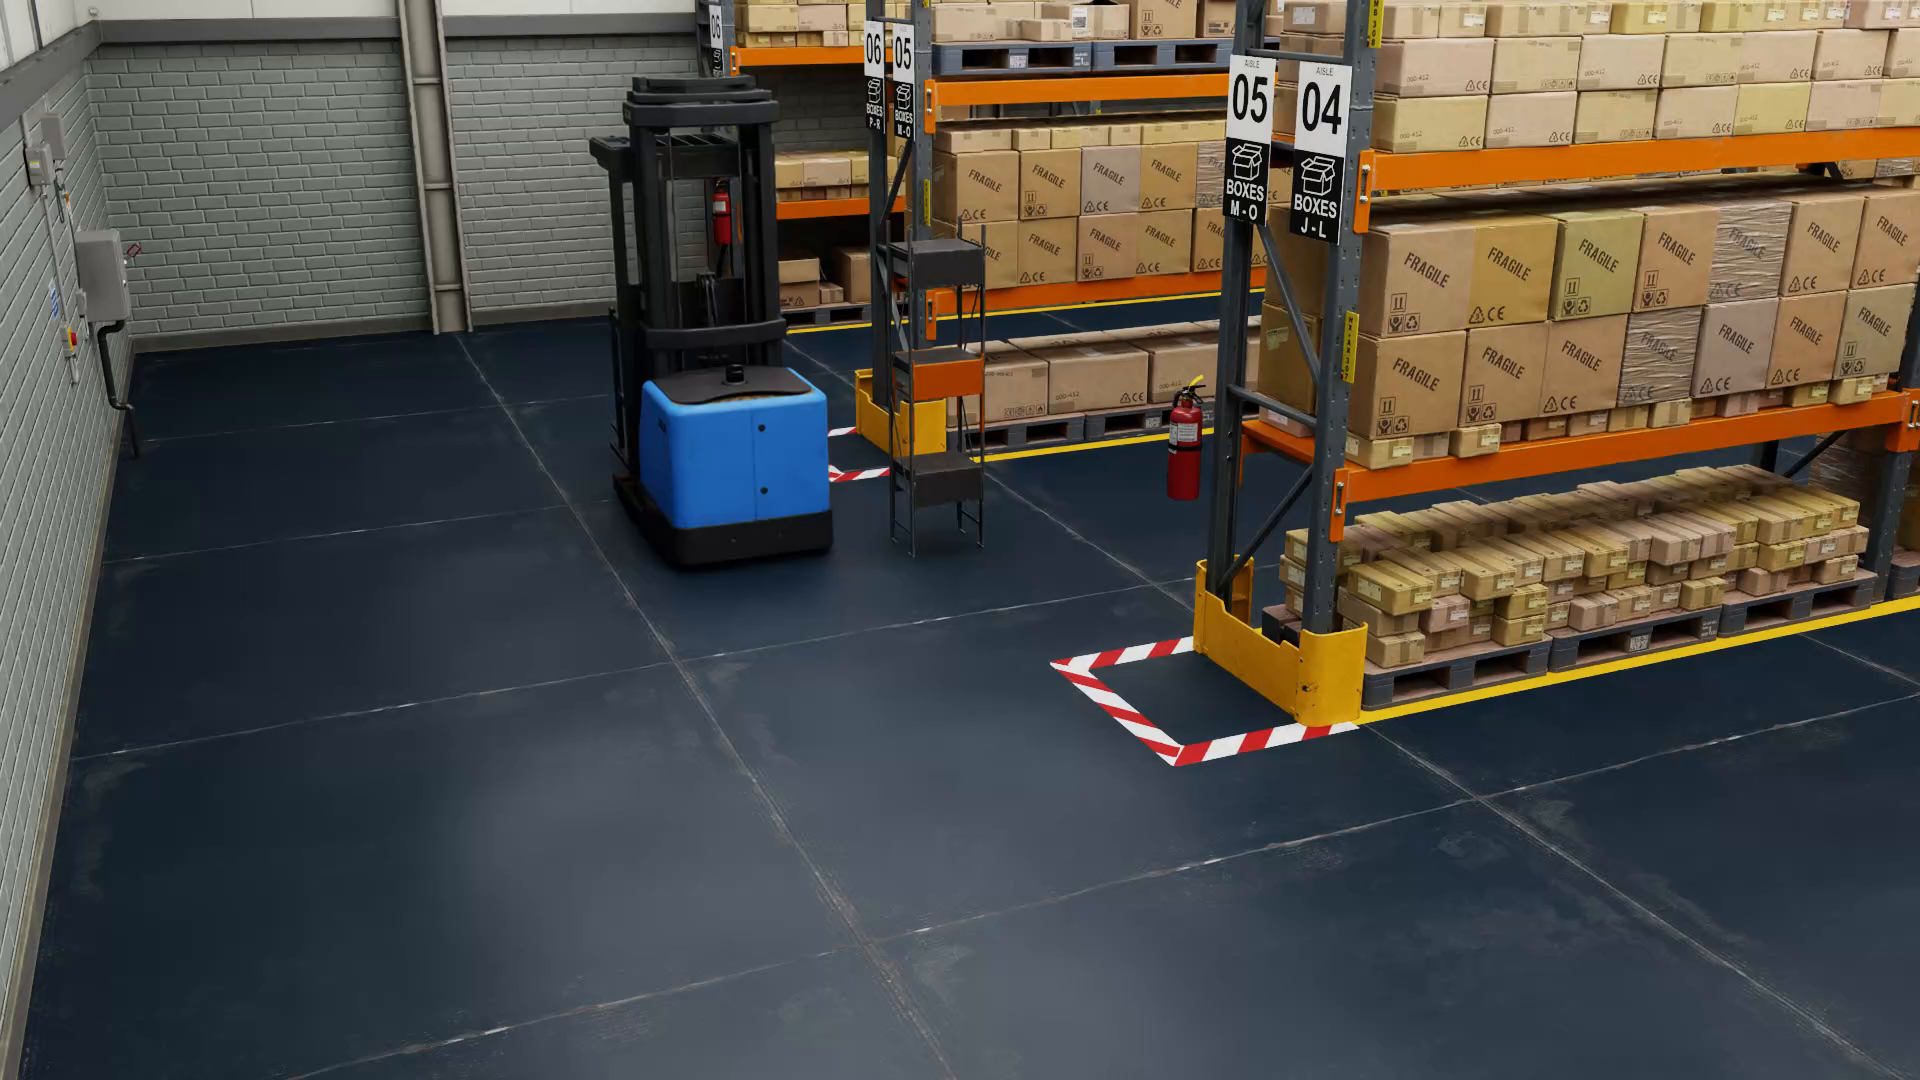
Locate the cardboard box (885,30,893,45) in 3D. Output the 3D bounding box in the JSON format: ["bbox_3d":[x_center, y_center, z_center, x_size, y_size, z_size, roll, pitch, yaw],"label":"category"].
[{"bbox_3d":[-0.855,-5.094,16.834,0.250,0.149,0.380,-8,21,-23],"label":"cardboard box"}]

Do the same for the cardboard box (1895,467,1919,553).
[{"bbox_3d":[6.058,-0.218,10.256,0.500,0.500,0.500,-7,21,-20],"label":"cardboard box"}]

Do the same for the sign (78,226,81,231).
[{"bbox_3d":[-6.704,-2.142,12.732,0.001,0.494,0.329,-8,21,-22],"label":"sign"}]

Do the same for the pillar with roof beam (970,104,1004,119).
[{"bbox_3d":[1.960,-5.892,14.207,0.400,9.000,9.100,-8,21,-22],"label":"pillar with roof beam"}]

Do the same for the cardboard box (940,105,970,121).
[{"bbox_3d":[-0.222,-4.500,17.936,0.500,0.500,0.500,-9,21,-23],"label":"cardboard box"}]

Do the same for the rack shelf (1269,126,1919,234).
[{"bbox_3d":[3.438,-1.995,8.738,4.000,0.370,1.077,-8,21,-22],"label":"rack shelf"}]

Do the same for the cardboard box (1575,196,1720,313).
[{"bbox_3d":[3.532,-1.492,8.638,0.500,0.500,0.500,-9,21,-24],"label":"cardboard box"}]

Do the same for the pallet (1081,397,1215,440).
[{"bbox_3d":[1.369,-1.126,13.901,1.213,0.211,1.003,-8,21,-22],"label":"pallet"}]

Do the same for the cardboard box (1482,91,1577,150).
[{"bbox_3d":[2.600,-2.050,8.036,0.500,0.250,0.500,-7,21,-20],"label":"cardboard box"}]

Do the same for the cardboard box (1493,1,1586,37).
[{"bbox_3d":[2.732,-2.471,7.879,0.250,0.149,0.380,-8,21,-21],"label":"cardboard box"}]

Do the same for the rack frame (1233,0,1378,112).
[{"bbox_3d":[1.601,-3.486,7.373,0.127,3.000,1.000,-8,21,-22],"label":"rack frame"}]

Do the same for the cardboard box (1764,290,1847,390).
[{"bbox_3d":[4.465,-1.152,9.180,0.500,0.500,0.500,-9,21,-23],"label":"cardboard box"}]

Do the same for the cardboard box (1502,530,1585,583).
[{"bbox_3d":[3.158,0.086,9.026,0.250,0.149,0.380,-7,21,-20],"label":"cardboard box"}]

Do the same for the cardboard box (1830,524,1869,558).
[{"bbox_3d":[5.111,-0.038,9.825,0.250,0.149,0.380,-8,21,-21],"label":"cardboard box"}]

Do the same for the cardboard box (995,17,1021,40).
[{"bbox_3d":[0.279,-3.860,12.548,0.250,0.149,0.380,-10,22,-26],"label":"cardboard box"}]

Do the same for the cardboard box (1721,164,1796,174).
[{"bbox_3d":[7.398,-3.579,15.440,0.500,0.500,0.500,-9,21,-23],"label":"cardboard box"}]

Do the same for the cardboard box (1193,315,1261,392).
[{"bbox_3d":[2.602,-1.618,14.328,0.875,0.438,0.875,-8,21,-23],"label":"cardboard box"}]

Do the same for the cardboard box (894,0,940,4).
[{"bbox_3d":[-0.521,-5.569,16.832,0.500,0.250,0.500,-8,21,-20],"label":"cardboard box"}]

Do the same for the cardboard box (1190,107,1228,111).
[{"bbox_3d":[2.980,-4.604,18.798,0.500,0.500,0.700,-8,21,-22],"label":"cardboard box"}]

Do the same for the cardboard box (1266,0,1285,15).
[{"bbox_3d":[2.597,-4.373,13.475,0.500,0.500,0.500,-8,21,-21],"label":"cardboard box"}]

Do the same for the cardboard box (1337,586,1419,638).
[{"bbox_3d":[2.184,0.359,8.697,0.250,0.149,0.380,-7,21,-20],"label":"cardboard box"}]

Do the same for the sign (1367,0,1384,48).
[{"bbox_3d":[1.816,-2.318,7.256,0.005,0.325,0.100,-8,21,-22],"label":"sign"}]

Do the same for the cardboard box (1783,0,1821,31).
[{"bbox_3d":[4.141,-2.686,8.491,0.250,0.149,0.380,-9,21,-24],"label":"cardboard box"}]

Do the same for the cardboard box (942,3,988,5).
[{"bbox_3d":[-0.041,-5.401,17.107,0.500,0.250,0.500,-8,21,-21],"label":"cardboard box"}]

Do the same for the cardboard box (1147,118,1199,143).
[{"bbox_3d":[1.645,-3.180,12.905,0.250,0.149,0.380,-8,21,-22],"label":"cardboard box"}]

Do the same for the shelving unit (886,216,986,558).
[{"bbox_3d":[-0.152,-0.969,10.611,0.503,2.100,0.431,-8,21,-22],"label":"shelving unit"}]

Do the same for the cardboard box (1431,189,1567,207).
[{"bbox_3d":[2.862,-1.589,8.915,0.500,0.500,0.500,-7,21,-19],"label":"cardboard box"}]

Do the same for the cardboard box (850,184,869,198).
[{"bbox_3d":[-1.071,-3.651,17.252,0.250,0.149,0.380,-8,21,-21],"label":"cardboard box"}]

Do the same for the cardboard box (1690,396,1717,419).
[{"bbox_3d":[3.903,-0.783,9.106,0.250,0.149,0.380,-8,21,-23],"label":"cardboard box"}]

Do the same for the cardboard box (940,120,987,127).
[{"bbox_3d":[0.021,-3.126,12.752,0.250,0.149,0.380,-8,21,-21],"label":"cardboard box"}]

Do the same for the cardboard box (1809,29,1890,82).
[{"bbox_3d":[4.469,-2.559,8.731,0.500,0.250,0.500,-9,21,-24],"label":"cardboard box"}]

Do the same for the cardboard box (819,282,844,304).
[{"bbox_3d":[-1.417,-2.615,17.592,0.250,0.149,0.380,-9,21,-24],"label":"cardboard box"}]

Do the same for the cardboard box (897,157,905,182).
[{"bbox_3d":[-0.510,-3.921,17.419,0.500,0.250,0.500,-9,21,-23],"label":"cardboard box"}]

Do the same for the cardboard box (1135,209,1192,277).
[{"bbox_3d":[1.483,-2.383,13.122,0.500,0.500,0.500,-7,21,-20],"label":"cardboard box"}]

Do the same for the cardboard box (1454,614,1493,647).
[{"bbox_3d":[2.642,0.425,8.959,0.250,0.149,0.380,-8,21,-21],"label":"cardboard box"}]

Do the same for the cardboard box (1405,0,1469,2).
[{"bbox_3d":[2.291,-2.594,8.230,0.250,0.149,0.380,-9,21,-24],"label":"cardboard box"}]

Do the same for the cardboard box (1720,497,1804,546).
[{"bbox_3d":[4.606,-0.110,9.582,0.250,0.149,0.380,-8,21,-22],"label":"cardboard box"}]

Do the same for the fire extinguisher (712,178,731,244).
[{"bbox_3d":[-2.374,-3.293,16.536,0.183,0.674,0.296,-8,21,-22],"label":"fire extinguisher"}]

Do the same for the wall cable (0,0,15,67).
[{"bbox_3d":[-5.564,-4.148,9.253,0.029,3.000,0.463,-8,21,-22],"label":"wall cable"}]

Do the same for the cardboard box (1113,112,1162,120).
[{"bbox_3d":[1.422,-3.347,13.377,0.250,0.149,0.380,-8,21,-22],"label":"cardboard box"}]

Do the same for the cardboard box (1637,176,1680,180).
[{"bbox_3d":[6.080,-3.160,14.954,0.500,0.250,0.500,-9,21,-23],"label":"cardboard box"}]

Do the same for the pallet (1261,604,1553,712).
[{"bbox_3d":[2.431,0.553,9.134,1.213,0.211,1.003,-8,21,-22],"label":"pallet"}]

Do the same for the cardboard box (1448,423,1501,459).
[{"bbox_3d":[2.514,-0.546,8.434,0.250,0.149,0.380,-9,21,-23],"label":"cardboard box"}]

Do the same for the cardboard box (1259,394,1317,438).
[{"bbox_3d":[1.789,-0.667,8.778,0.250,0.149,0.380,-8,21,-22],"label":"cardboard box"}]

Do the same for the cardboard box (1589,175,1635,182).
[{"bbox_3d":[5.596,-3.443,14.627,0.500,0.500,0.500,-8,21,-22],"label":"cardboard box"}]

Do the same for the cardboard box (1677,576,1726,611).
[{"bbox_3d":[4.099,0.256,9.439,0.250,0.149,0.380,-8,21,-22],"label":"cardboard box"}]

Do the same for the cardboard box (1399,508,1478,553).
[{"bbox_3d":[2.691,-0.040,9.385,0.250,0.149,0.380,-9,21,-24],"label":"cardboard box"}]

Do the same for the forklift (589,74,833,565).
[{"bbox_3d":[-1.841,-1.678,11.374,1.130,2.935,3.031,-8,21,-21],"label":"forklift"}]

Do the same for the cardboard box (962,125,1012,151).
[{"bbox_3d":[0.196,-2.996,12.381,0.250,0.149,0.380,-8,21,-21],"label":"cardboard box"}]

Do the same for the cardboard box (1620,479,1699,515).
[{"bbox_3d":[4.156,-0.227,9.914,0.250,0.149,0.380,-9,21,-23],"label":"cardboard box"}]

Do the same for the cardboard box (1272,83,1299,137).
[{"bbox_3d":[1.914,-2.141,8.295,0.500,0.250,0.500,-9,21,-23],"label":"cardboard box"}]

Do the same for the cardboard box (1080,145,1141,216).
[{"bbox_3d":[1.042,-2.788,12.767,0.500,0.500,0.500,-8,21,-22],"label":"cardboard box"}]

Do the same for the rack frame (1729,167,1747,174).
[{"bbox_3d":[6.893,-3.205,15.608,0.127,3.000,1.000,-8,21,-22],"label":"rack frame"}]

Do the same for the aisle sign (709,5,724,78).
[{"bbox_3d":[-2.368,-4.793,16.205,0.004,0.787,0.394,-8,21,-22],"label":"aisle sign"}]

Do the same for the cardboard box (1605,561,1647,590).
[{"bbox_3d":[3.617,0.136,9.332,0.250,0.149,0.380,-7,21,-19],"label":"cardboard box"}]
